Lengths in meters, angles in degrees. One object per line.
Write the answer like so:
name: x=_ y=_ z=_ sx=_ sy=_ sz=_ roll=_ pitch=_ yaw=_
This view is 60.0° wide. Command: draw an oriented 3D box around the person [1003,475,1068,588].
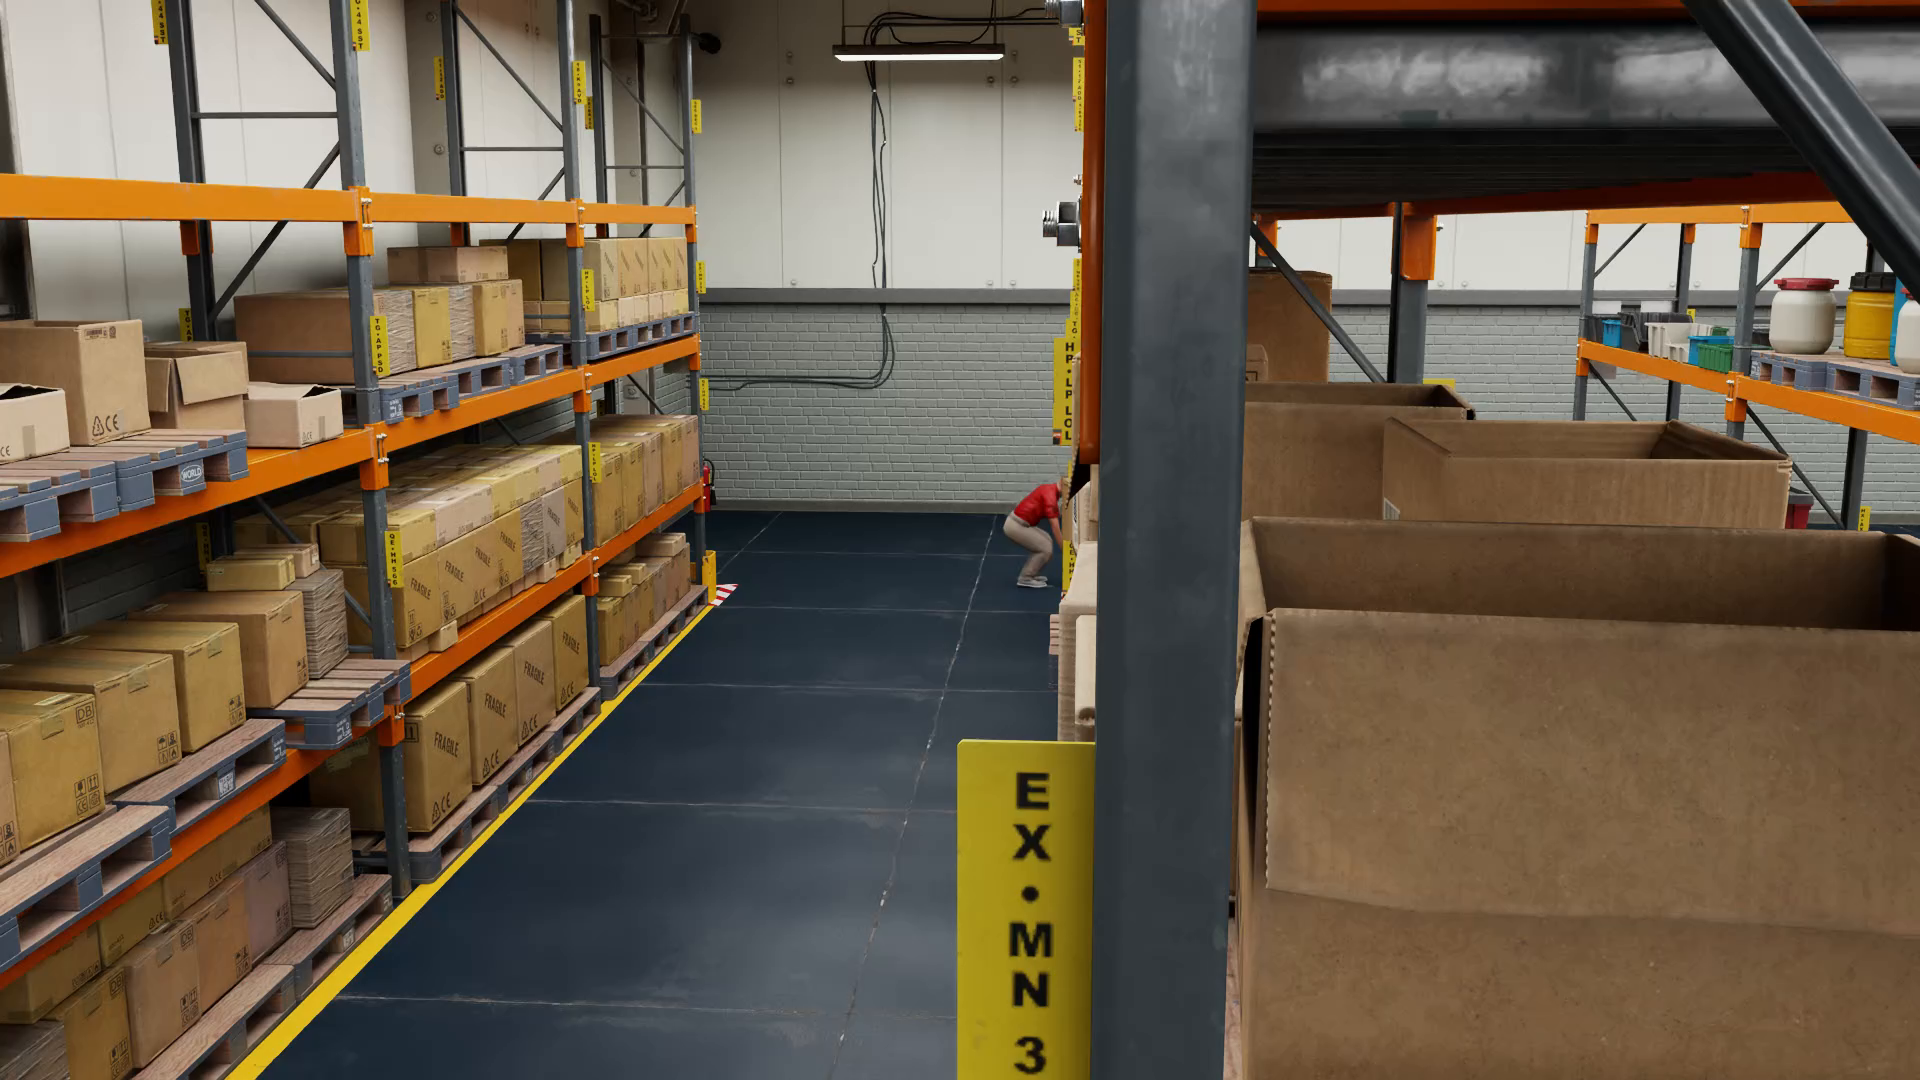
person: x=0.880 y=-0.113 z=18.438 sx=0.794 sy=1.228 sz=0.583 roll=1 pitch=11 yaw=4
